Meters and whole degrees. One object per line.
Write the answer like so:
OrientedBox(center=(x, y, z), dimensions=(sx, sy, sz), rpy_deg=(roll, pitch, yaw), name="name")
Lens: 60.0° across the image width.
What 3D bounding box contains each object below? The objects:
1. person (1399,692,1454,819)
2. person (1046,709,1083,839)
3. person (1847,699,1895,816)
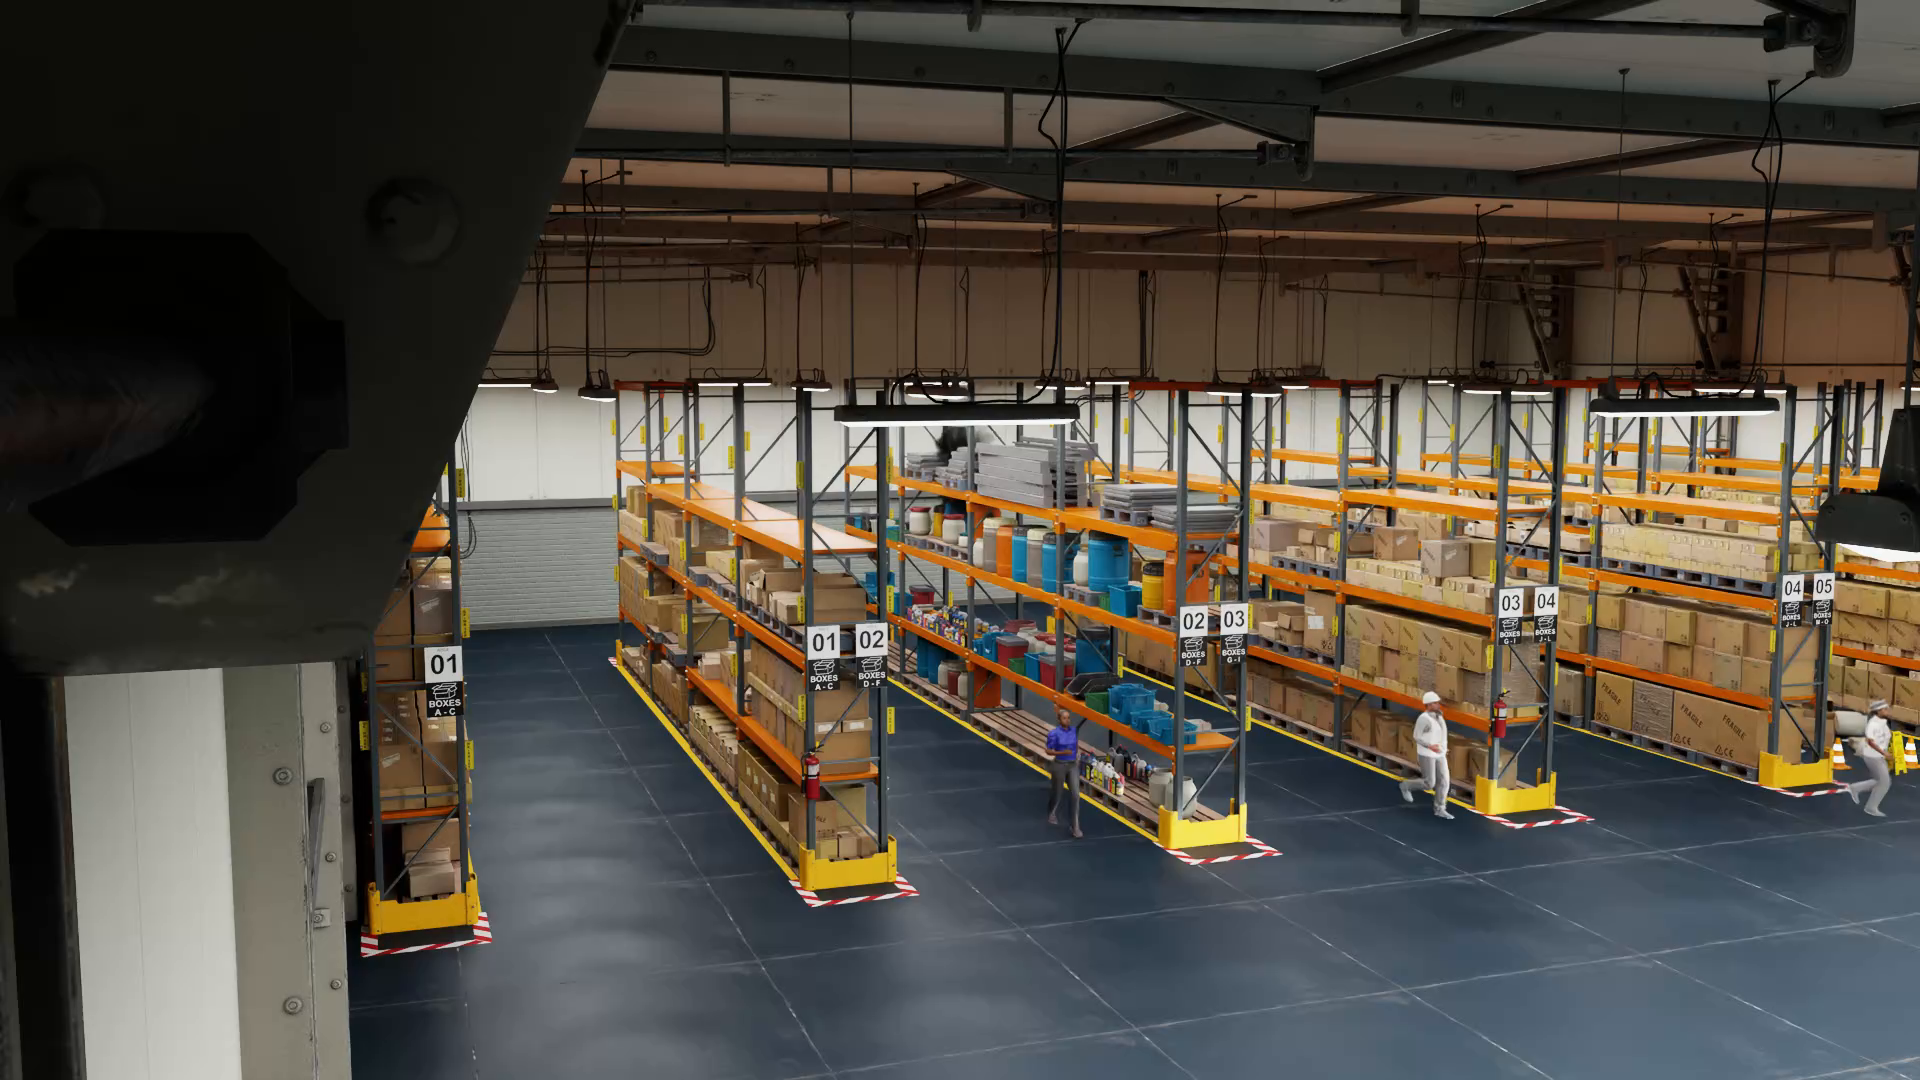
OrientedBox(center=(6.599, 3.003, 23.379), dimensions=(0.664, 1.758, 0.845), rpy_deg=(-5, 8, -39), name="person")
OrientedBox(center=(1.412, 3.115, 22.462), dimensions=(0.576, 1.675, 0.853), rpy_deg=(-2, 6, -20), name="person")
OrientedBox(center=(12.871, 3.057, 23.464), dimensions=(0.598, 1.679, 0.615), rpy_deg=(4, 7, 35), name="person")
